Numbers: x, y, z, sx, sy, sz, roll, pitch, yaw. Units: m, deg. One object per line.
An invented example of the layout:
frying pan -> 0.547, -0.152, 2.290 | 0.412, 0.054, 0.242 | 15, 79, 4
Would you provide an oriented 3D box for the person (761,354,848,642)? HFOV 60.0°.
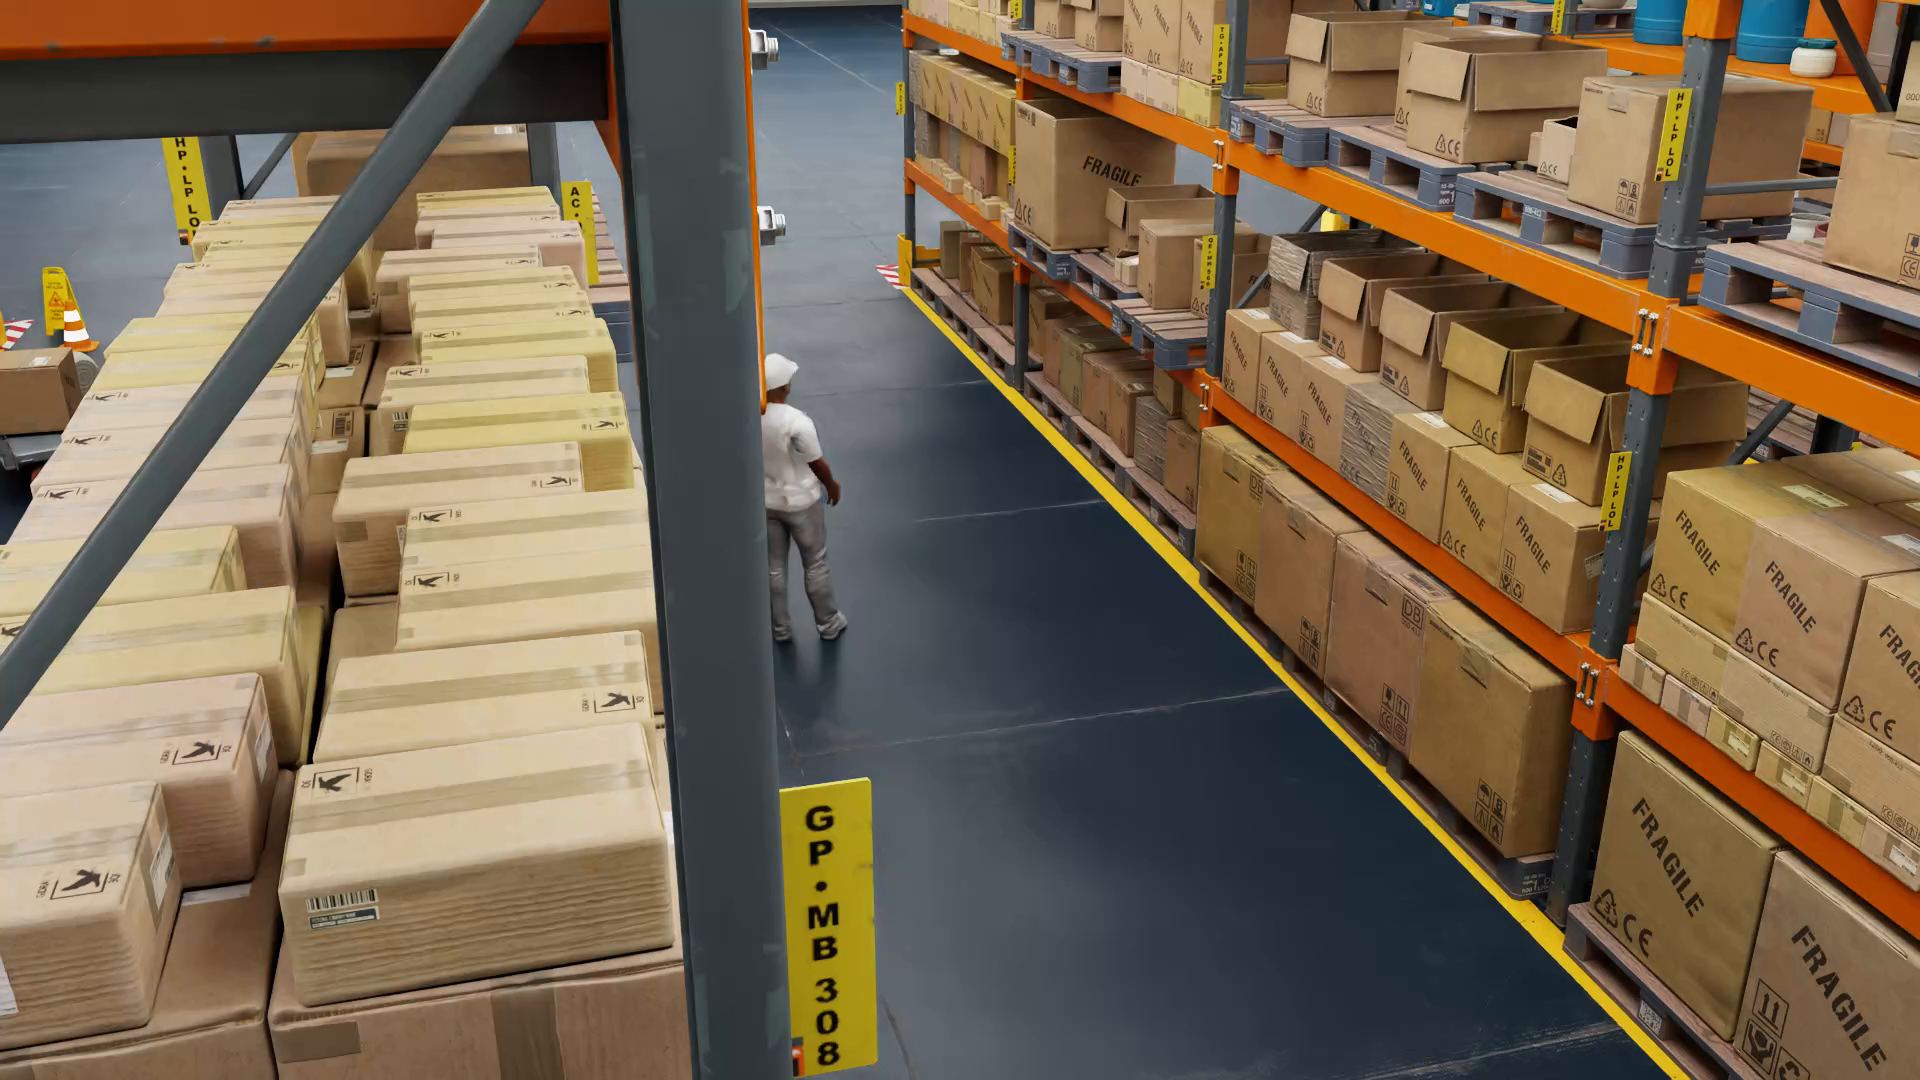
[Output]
person -> -0.984, -0.257, 9.657 | 0.553, 1.771, 0.551 | 11, 25, 25
